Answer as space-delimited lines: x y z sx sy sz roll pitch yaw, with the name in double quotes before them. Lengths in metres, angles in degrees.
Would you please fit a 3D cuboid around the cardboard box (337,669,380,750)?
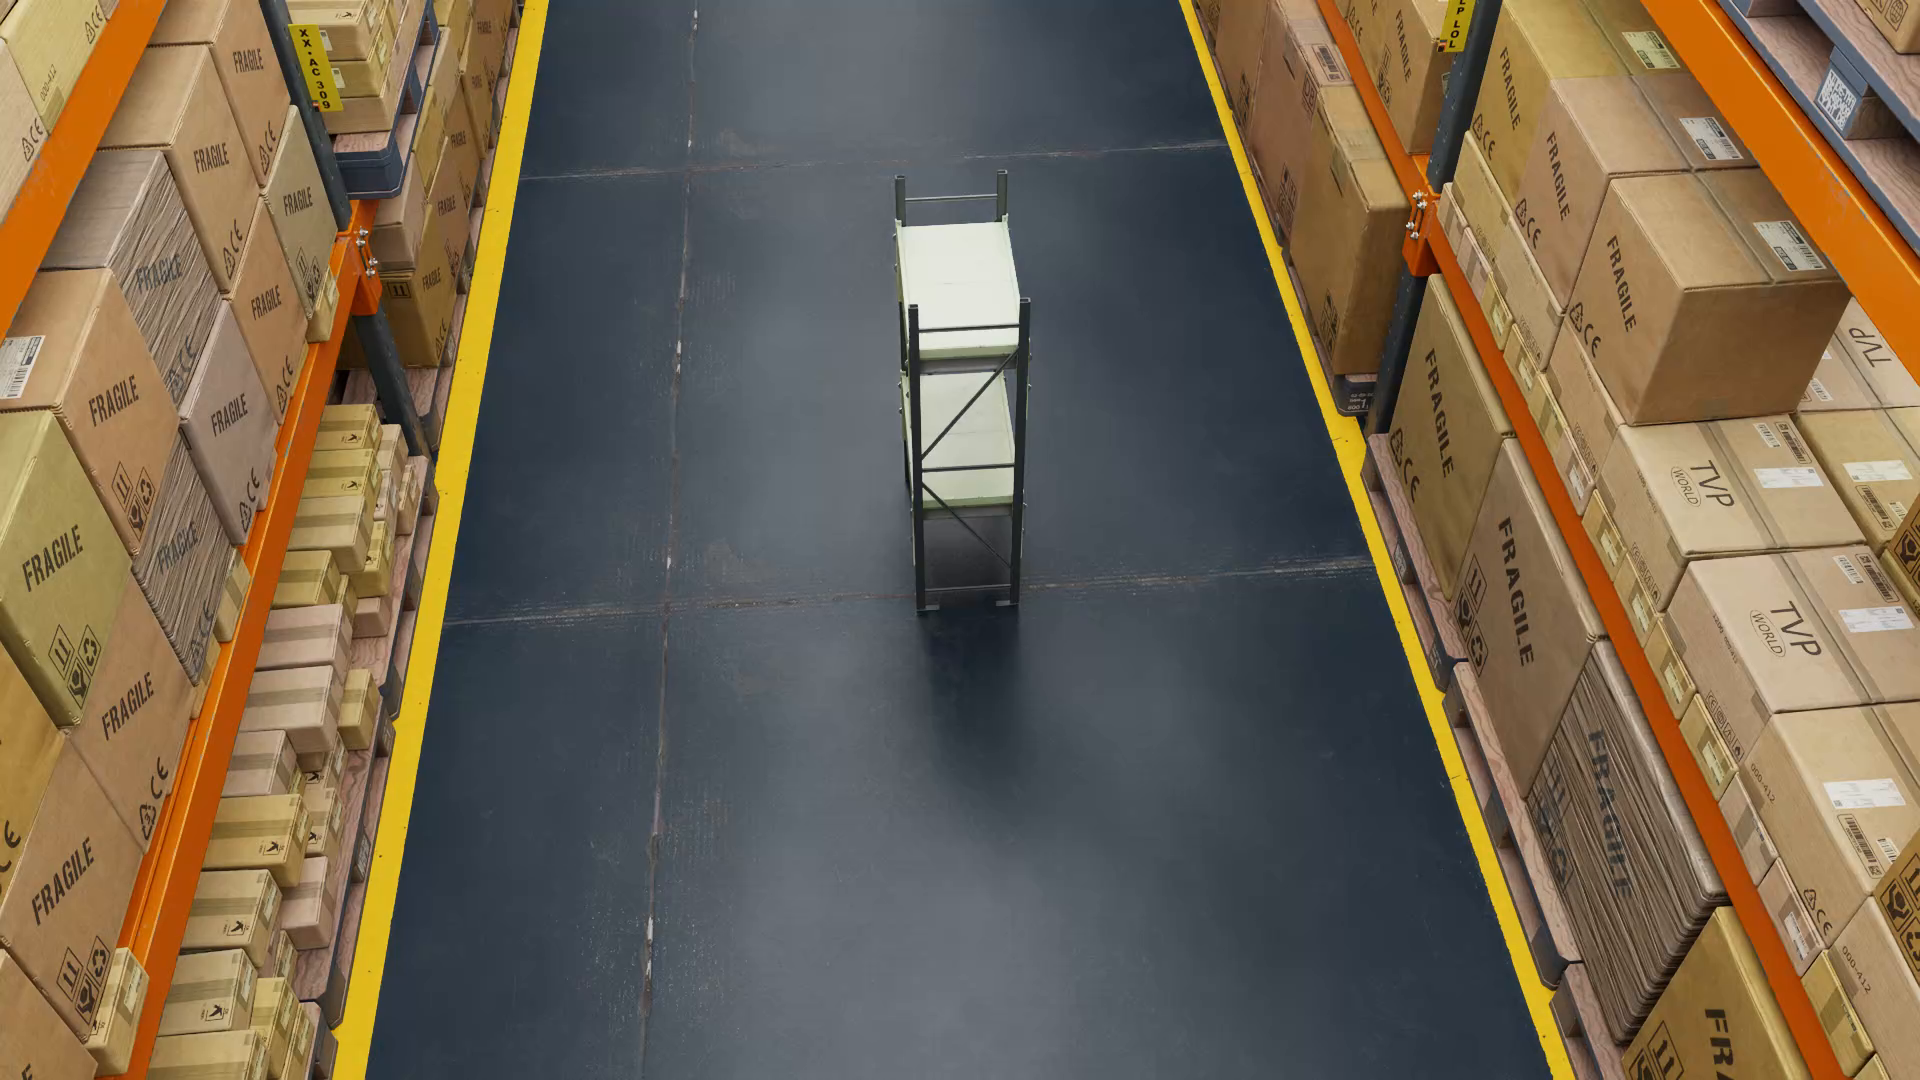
"cardboard box" -2.248 0.600 5.790 0.380 0.149 0.250 -4 47 -3

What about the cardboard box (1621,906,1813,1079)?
"cardboard box" 2.446 1.546 4.394 0.875 0.875 0.875 -3 47 -3

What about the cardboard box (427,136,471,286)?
"cardboard box" -2.551 -1.466 7.505 0.500 0.500 0.500 -2 47 -1

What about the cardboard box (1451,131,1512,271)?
"cardboard box" 2.022 -1.171 5.692 0.500 0.250 0.500 -4 47 -4

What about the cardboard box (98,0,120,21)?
"cardboard box" -2.367 -1.527 4.168 0.500 0.250 0.500 -4 47 -3

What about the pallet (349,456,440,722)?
"pallet" -2.616 0.195 6.420 1.003 0.211 1.213 -3 47 -3

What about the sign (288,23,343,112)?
"sign" -2.167 -1.584 5.588 0.100 0.325 0.005 -3 47 -3

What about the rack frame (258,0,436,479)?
"rack frame" -2.707 -1.248 5.866 1.000 3.000 0.127 -3 47 -3

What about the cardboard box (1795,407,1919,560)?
"cardboard box" 2.670 -0.113 4.690 0.500 0.250 0.500 -4 47 -4

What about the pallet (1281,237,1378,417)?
"pallet" 2.104 -1.071 7.619 1.003 0.211 1.213 -3 47 -3

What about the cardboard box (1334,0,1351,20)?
"cardboard box" 1.847 -2.569 7.048 0.500 0.500 0.500 -4 47 -4

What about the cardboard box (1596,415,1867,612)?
"cardboard box" 2.141 -0.079 4.658 0.500 0.250 0.500 -3 47 -3

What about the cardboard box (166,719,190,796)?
"cardboard box" -2.253 0.541 4.344 0.380 0.149 0.250 -4 47 -4

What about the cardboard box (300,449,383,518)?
"cardboard box" -2.357 -0.193 6.131 0.380 0.149 0.250 -3 47 -3

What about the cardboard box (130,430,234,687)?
"cardboard box" -2.282 0.058 4.355 0.500 0.500 0.500 -5 47 -4

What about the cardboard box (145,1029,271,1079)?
"cardboard box" -2.114 1.495 4.532 0.380 0.149 0.250 -4 47 -3

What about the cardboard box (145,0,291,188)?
"cardboard box" -2.398 -1.405 5.052 0.500 0.500 0.500 -5 47 -5

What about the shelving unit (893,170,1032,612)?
"shelving unit" -0.001 -0.521 6.210 0.431 1.500 0.755 -3 47 -3

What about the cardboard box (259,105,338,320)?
"cardboard box" -2.385 -1.052 5.407 0.500 0.500 0.500 -3 47 -3

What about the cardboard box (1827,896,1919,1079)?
"cardboard box" 2.274 1.032 3.605 0.500 0.250 0.500 -4 47 -4

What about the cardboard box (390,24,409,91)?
"cardboard box" -2.311 -1.819 6.291 0.380 0.149 0.250 -3 47 -3

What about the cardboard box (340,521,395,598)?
"cardboard box" -2.289 0.082 6.076 0.380 0.149 0.250 -5 47 -5

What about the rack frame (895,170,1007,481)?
"rack frame" -0.031 -0.785 6.461 0.400 1.500 0.023 -3 47 -3

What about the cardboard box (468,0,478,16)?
"cardboard box" -2.670 -2.841 8.291 0.500 0.250 0.500 -3 47 -3

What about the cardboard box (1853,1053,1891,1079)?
"cardboard box" 2.221 1.266 3.658 0.380 0.149 0.250 -3 47 -3

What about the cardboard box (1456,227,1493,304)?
"cardboard box" 1.959 -0.966 5.772 0.380 0.149 0.250 -5 47 -5

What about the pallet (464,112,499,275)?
"pallet" -2.879 -1.737 8.250 1.003 0.211 1.213 -3 47 -3

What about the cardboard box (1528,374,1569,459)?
"cardboard box" 2.027 -0.400 5.236 0.380 0.149 0.250 -4 47 -4

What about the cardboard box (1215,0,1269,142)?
"cardboard box" 2.013 -2.638 8.357 1.225 0.875 0.875 -3 47 -3

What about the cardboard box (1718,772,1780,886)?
"cardboard box" 2.157 0.715 4.180 0.380 0.149 0.250 -3 47 -3

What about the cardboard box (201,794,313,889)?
"cardboard box" -2.207 0.927 5.071 0.380 0.149 0.250 -3 47 -3

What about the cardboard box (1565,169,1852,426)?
"cardboard box" 2.111 -0.690 4.719 0.500 0.500 0.500 -5 47 -5

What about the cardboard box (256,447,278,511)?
"cardboard box" -2.307 -0.210 5.056 0.380 0.149 0.250 -5 47 -5

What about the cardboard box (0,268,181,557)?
"cardboard box" -2.261 -0.286 3.993 0.500 0.500 0.500 -5 47 -5

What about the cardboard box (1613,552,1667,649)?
"cardboard box" 2.093 0.160 4.705 0.380 0.149 0.250 -3 47 -3

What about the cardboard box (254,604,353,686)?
"cardboard box" -2.270 0.370 5.598 0.380 0.149 0.250 -6 47 -5

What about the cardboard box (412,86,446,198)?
"cardboard box" -2.553 -1.727 7.235 0.500 0.250 0.500 -2 47 -2

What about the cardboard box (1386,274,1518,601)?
"cardboard box" 2.219 -0.408 6.244 0.875 0.875 0.875 -3 47 -3

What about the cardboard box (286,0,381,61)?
"cardboard box" -2.282 -1.824 5.885 0.380 0.149 0.250 -1 47 -1

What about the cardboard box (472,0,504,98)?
"cardboard box" -2.687 -2.591 8.570 0.500 0.500 0.500 -2 47 -2

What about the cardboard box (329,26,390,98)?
"cardboard box" -2.282 -1.721 5.993 0.380 0.149 0.250 -3 47 -3

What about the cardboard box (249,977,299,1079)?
"cardboard box" -2.149 1.419 4.809 0.380 0.149 0.250 -2 47 -2

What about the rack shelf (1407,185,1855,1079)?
"rack shelf" 2.411 0.218 4.973 1.077 0.370 4.000 -3 47 -3

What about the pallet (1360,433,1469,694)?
"pallet" 2.230 0.037 6.569 1.003 0.211 1.213 -3 47 -3

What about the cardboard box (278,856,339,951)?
"cardboard box" -2.191 1.164 5.256 0.380 0.149 0.250 -6 47 -5

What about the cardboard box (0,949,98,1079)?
"cardboard box" -2.134 1.168 3.304 0.500 0.500 0.500 -1 47 -1

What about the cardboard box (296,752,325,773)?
"cardboard box" -2.322 0.648 5.540 0.380 0.149 0.250 -5 47 -5
